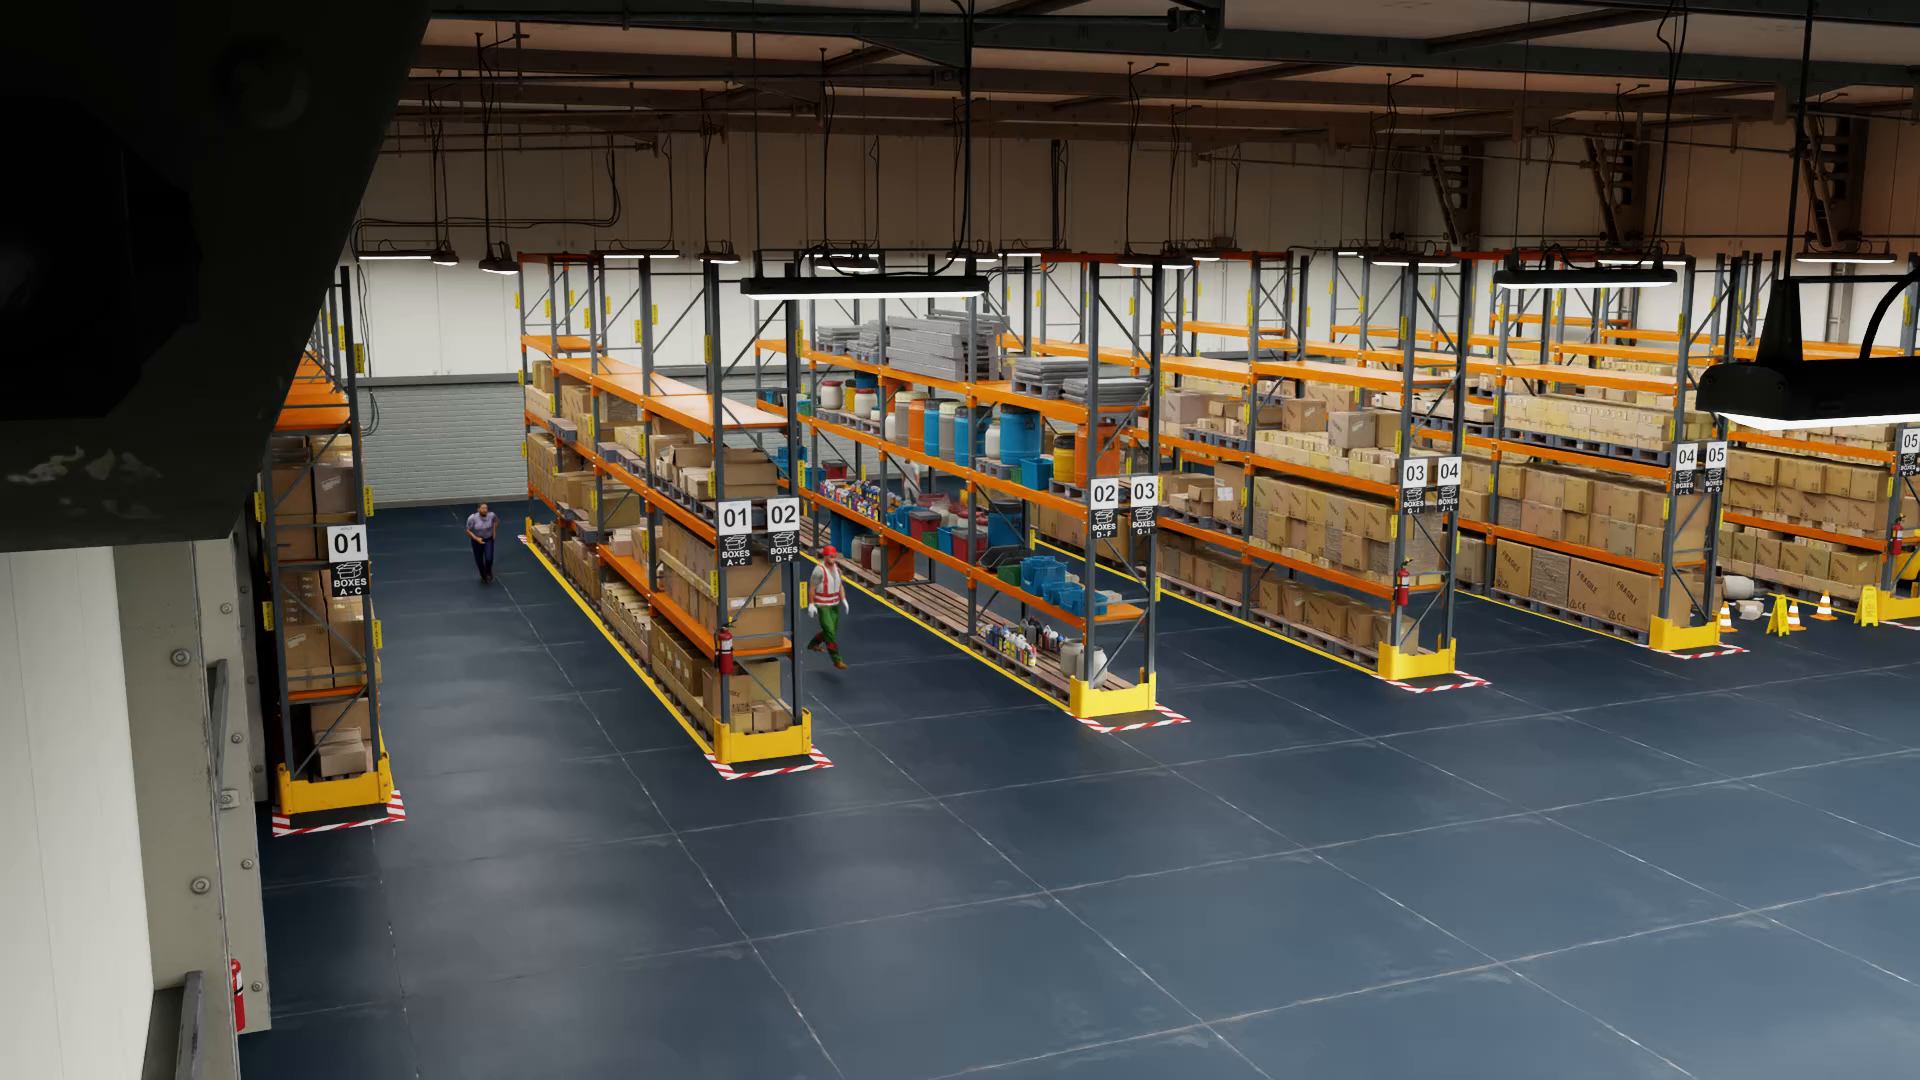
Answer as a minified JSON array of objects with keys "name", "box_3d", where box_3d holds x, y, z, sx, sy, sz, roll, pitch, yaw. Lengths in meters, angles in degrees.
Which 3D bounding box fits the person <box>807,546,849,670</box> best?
[{"name":"person","box_3d":[-1.890,0.939,24.198,0.958,1.738,0.564,7,13,34]}]

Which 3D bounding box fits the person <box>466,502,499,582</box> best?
[{"name":"person","box_3d":[-8.750,0.036,30.519,0.573,1.558,0.746,-2,11,-13]}]

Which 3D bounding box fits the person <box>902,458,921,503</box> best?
[{"name":"person","box_3d":[-1.098,-1.119,36.578,0.523,1.705,0.412,5,12,28]}]
